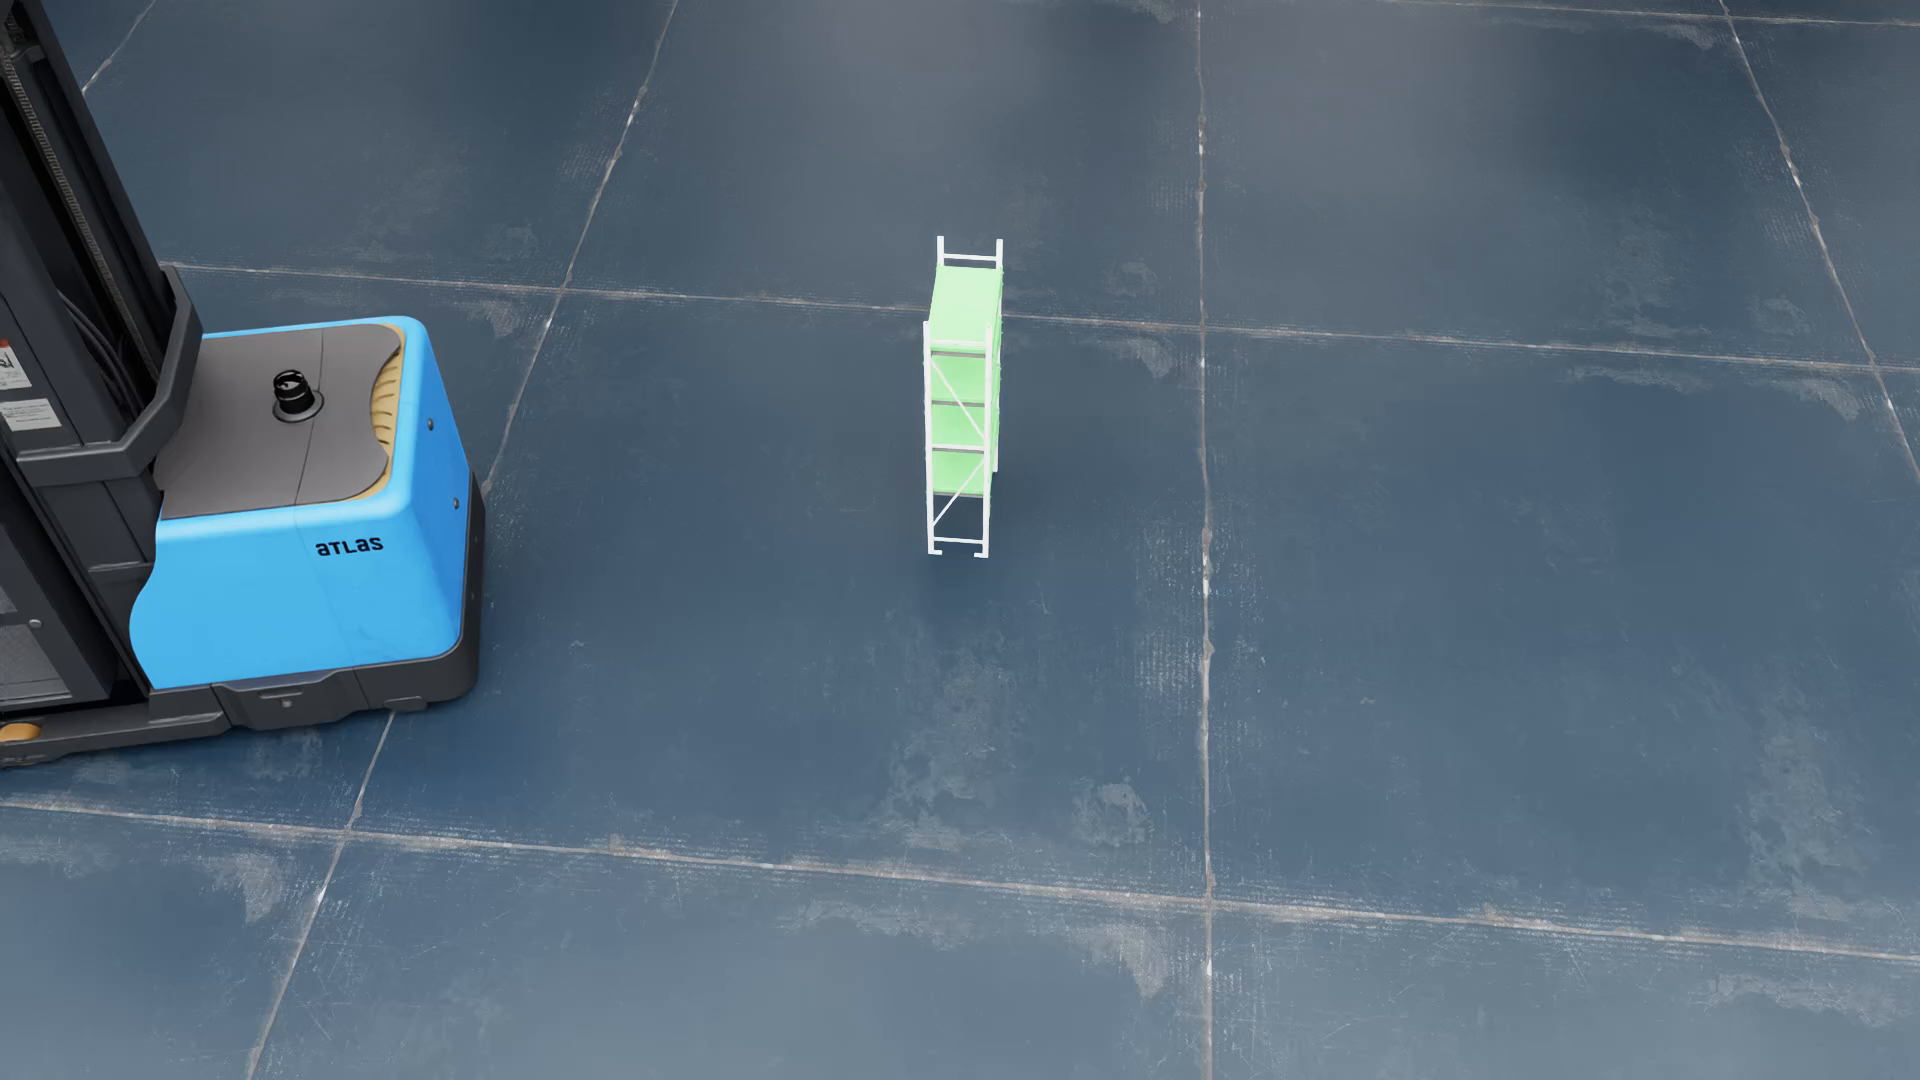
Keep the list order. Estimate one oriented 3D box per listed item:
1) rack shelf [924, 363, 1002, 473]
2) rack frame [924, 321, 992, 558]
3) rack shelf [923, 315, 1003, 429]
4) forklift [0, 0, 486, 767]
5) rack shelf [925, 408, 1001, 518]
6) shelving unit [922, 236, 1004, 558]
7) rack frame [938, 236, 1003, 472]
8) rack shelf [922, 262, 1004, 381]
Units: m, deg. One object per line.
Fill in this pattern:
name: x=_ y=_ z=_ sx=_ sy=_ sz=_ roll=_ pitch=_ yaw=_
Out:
rack shelf: x=0.015 y=-0.483 z=6.466 sx=0.258 sy=0.148 sz=0.480 roll=4 pitch=48 yaw=4
rack frame: x=-0.007 y=-0.347 z=6.255 sx=0.240 sy=1.200 sz=0.015 roll=4 pitch=48 yaw=4
rack shelf: x=0.015 y=-0.645 z=6.289 sx=0.258 sy=0.148 sz=0.480 roll=4 pitch=48 yaw=4
forklift: x=-3.359 y=-0.575 z=5.290 sx=3.031 sy=2.935 sz=1.130 roll=-7 pitch=48 yaw=-6
rack shelf: x=0.015 y=-0.321 z=6.643 sx=0.258 sy=0.148 sz=0.480 roll=4 pitch=48 yaw=4
shelving unit: x=0.015 y=-0.527 z=6.419 sx=0.258 sy=1.200 sz=0.503 roll=4 pitch=48 yaw=4
rack frame: x=0.037 y=-0.706 z=6.583 sx=0.240 sy=1.200 sz=0.015 roll=4 pitch=48 yaw=4
rack shelf: x=0.015 y=-0.807 z=6.111 sx=0.258 sy=0.148 sz=0.480 roll=4 pitch=48 yaw=4
